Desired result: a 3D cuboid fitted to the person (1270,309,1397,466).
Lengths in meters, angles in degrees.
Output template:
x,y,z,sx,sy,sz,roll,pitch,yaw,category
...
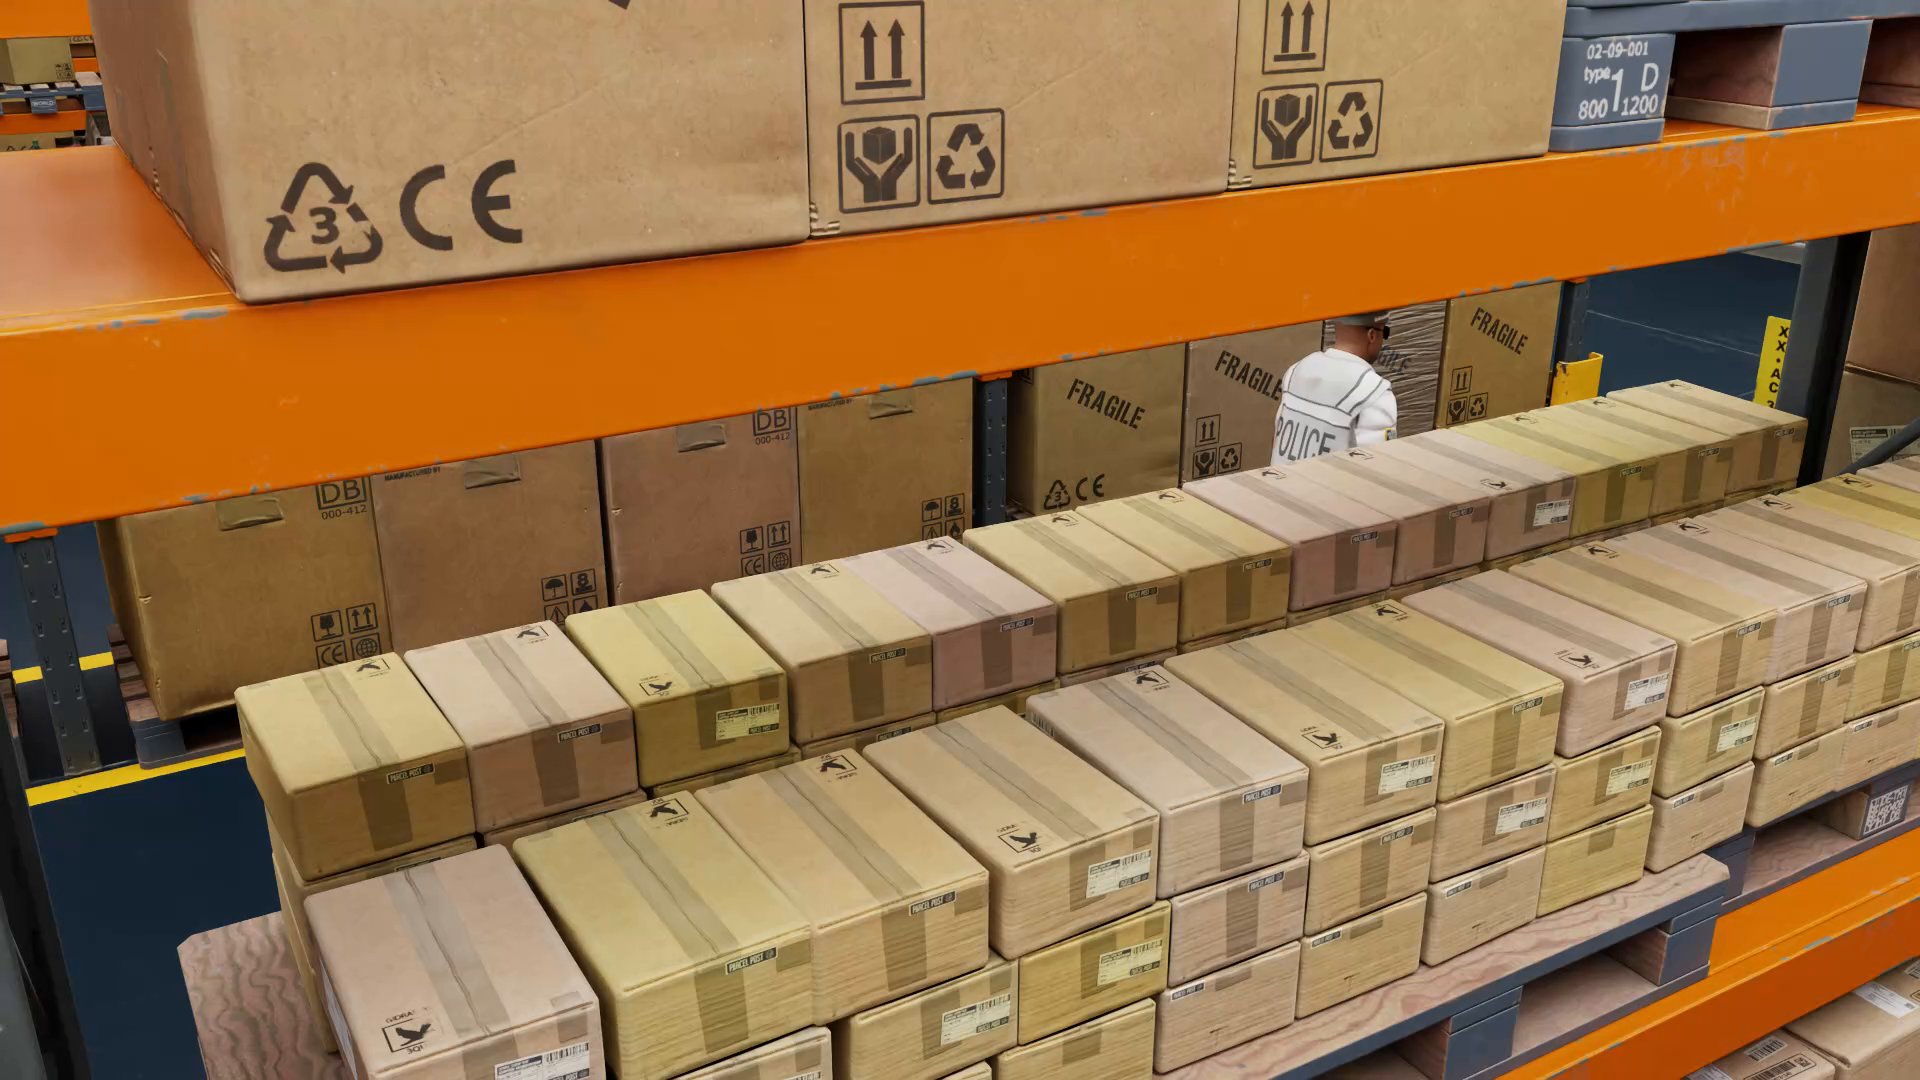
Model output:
x,y,z,sx,sy,sz,roll,pitch,yaw,category
1.378,-0.056,6.218,0.432,1.748,0.585,-12,25,-28,person
